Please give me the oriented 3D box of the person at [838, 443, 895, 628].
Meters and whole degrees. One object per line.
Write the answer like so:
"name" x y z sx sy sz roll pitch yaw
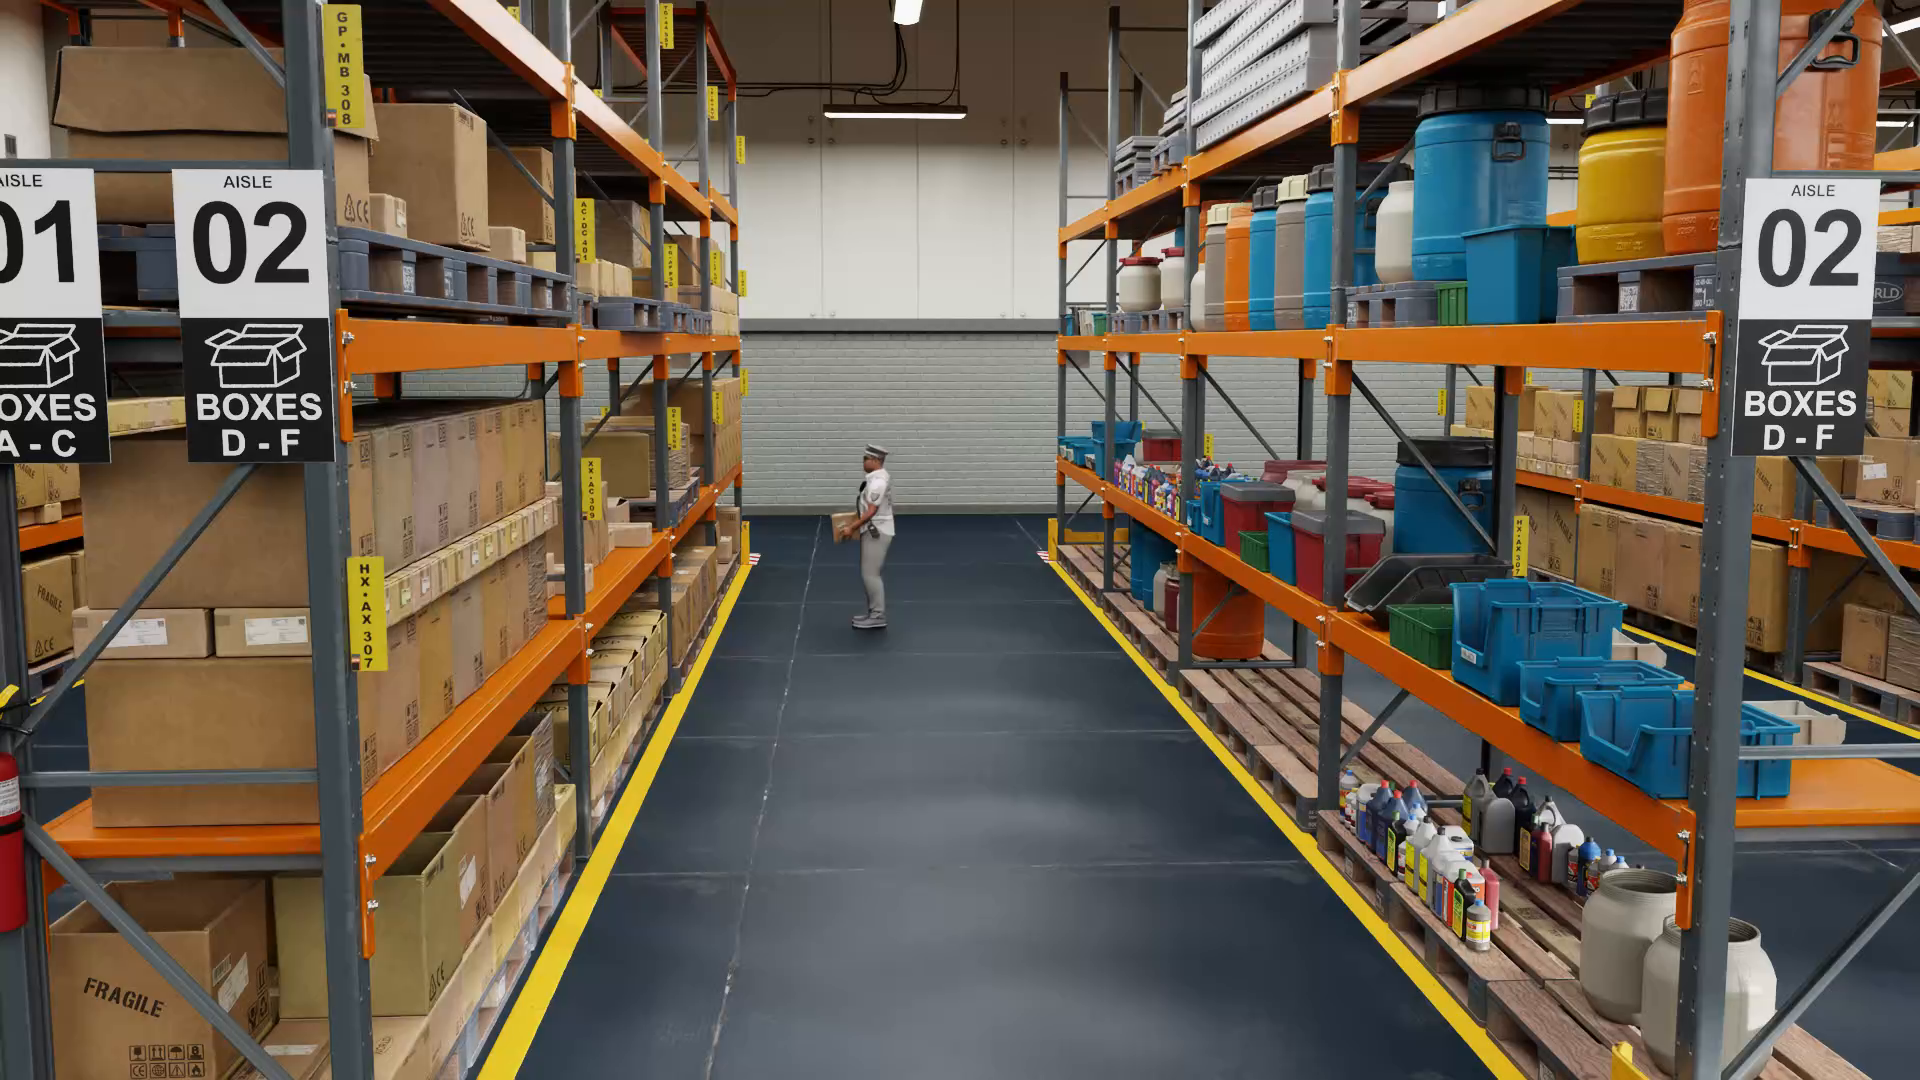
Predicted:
"person" -0.903 -0.049 16.027 0.545 1.770 0.521 0 7 -4
